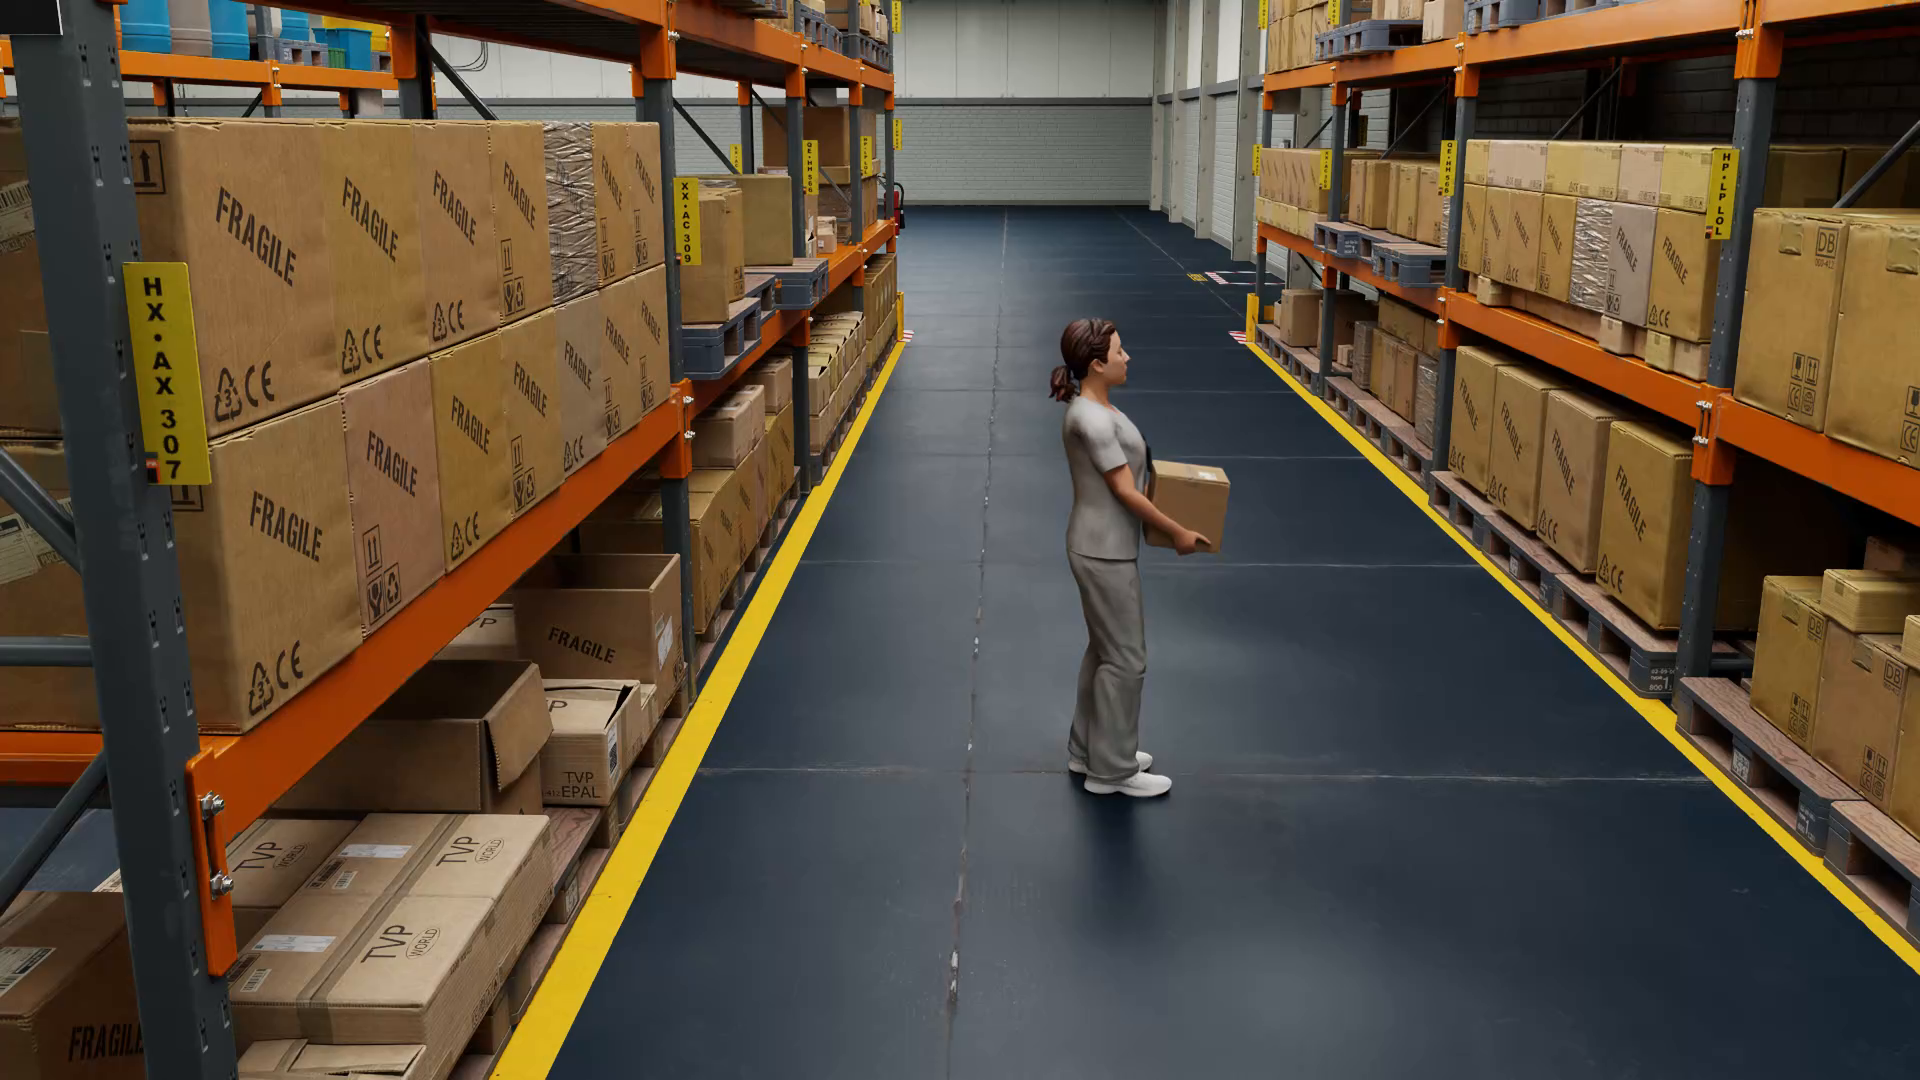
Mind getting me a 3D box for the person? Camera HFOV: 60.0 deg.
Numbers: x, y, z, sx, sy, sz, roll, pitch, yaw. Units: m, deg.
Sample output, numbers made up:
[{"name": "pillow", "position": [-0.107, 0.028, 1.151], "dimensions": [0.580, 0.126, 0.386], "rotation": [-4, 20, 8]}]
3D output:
[{"name": "person", "position": [0.575, 0.072, 5.788], "dimensions": [0.560, 1.641, 0.436], "rotation": [1, 14, 3]}]
